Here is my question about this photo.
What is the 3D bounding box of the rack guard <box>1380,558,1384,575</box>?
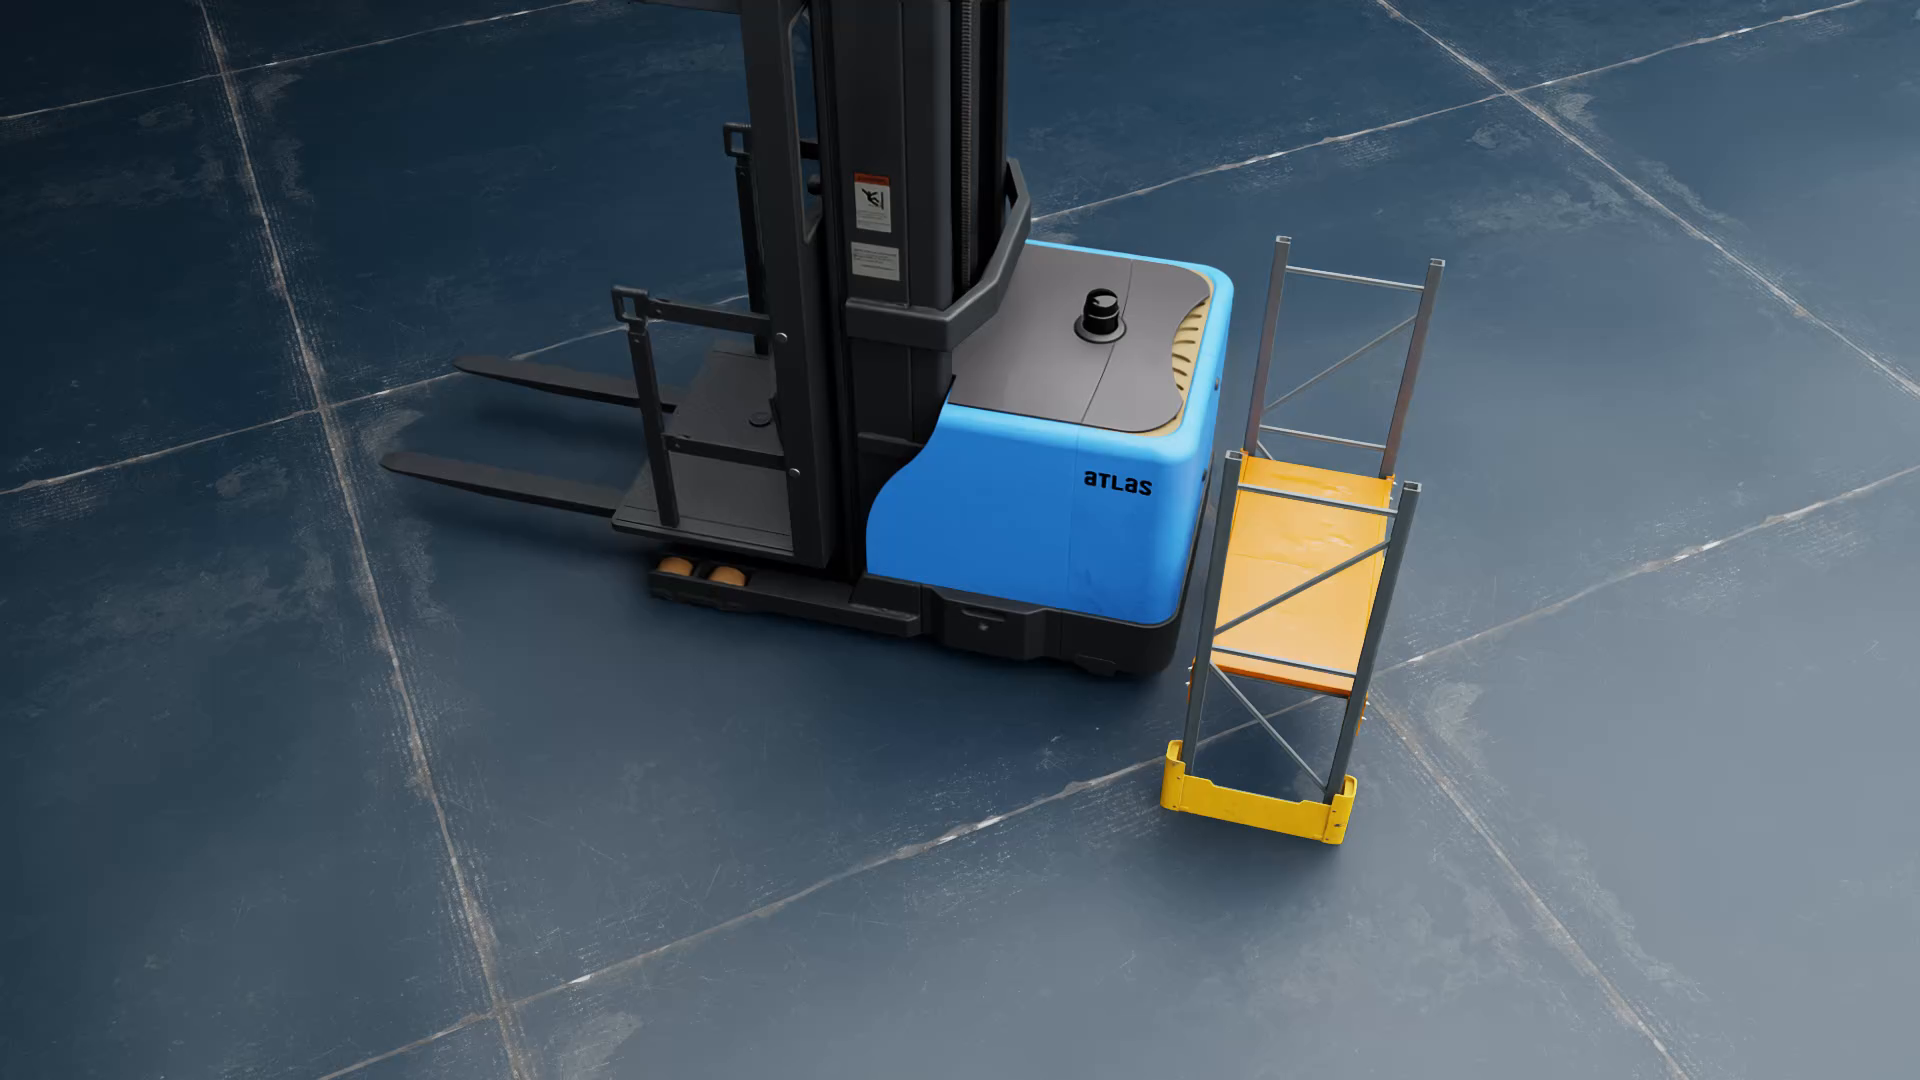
[{"bbox_3d":[1.197,0.123,5.947,0.587,0.250,0.087,11,46,11],"label":"rack guard"}]

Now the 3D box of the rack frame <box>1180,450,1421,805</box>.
[{"bbox_3d":[0.937,0.355,4.823,0.500,1.500,0.032,11,46,11],"label":"rack frame"}]

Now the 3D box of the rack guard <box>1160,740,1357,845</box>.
[{"bbox_3d":[0.937,0.799,5.263,0.587,0.250,0.087,11,46,11],"label":"rack guard"}]

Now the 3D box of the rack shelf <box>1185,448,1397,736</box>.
[{"bbox_3d":[1.069,0.138,5.299,0.538,0.185,1.000,11,46,11],"label":"rack shelf"}]

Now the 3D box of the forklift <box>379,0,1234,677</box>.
[{"bbox_3d":[-0.630,-1.135,5.314,3.031,2.935,1.130,10,46,10],"label":"forklift"}]

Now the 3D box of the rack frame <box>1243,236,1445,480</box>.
[{"bbox_3d":[1.202,-0.335,5.522,0.500,1.500,0.032,11,46,11],"label":"rack frame"}]

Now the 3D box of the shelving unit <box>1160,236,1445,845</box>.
[{"bbox_3d":[1.067,0.016,5.166,0.587,1.500,1.083,11,46,11],"label":"shelving unit"}]
